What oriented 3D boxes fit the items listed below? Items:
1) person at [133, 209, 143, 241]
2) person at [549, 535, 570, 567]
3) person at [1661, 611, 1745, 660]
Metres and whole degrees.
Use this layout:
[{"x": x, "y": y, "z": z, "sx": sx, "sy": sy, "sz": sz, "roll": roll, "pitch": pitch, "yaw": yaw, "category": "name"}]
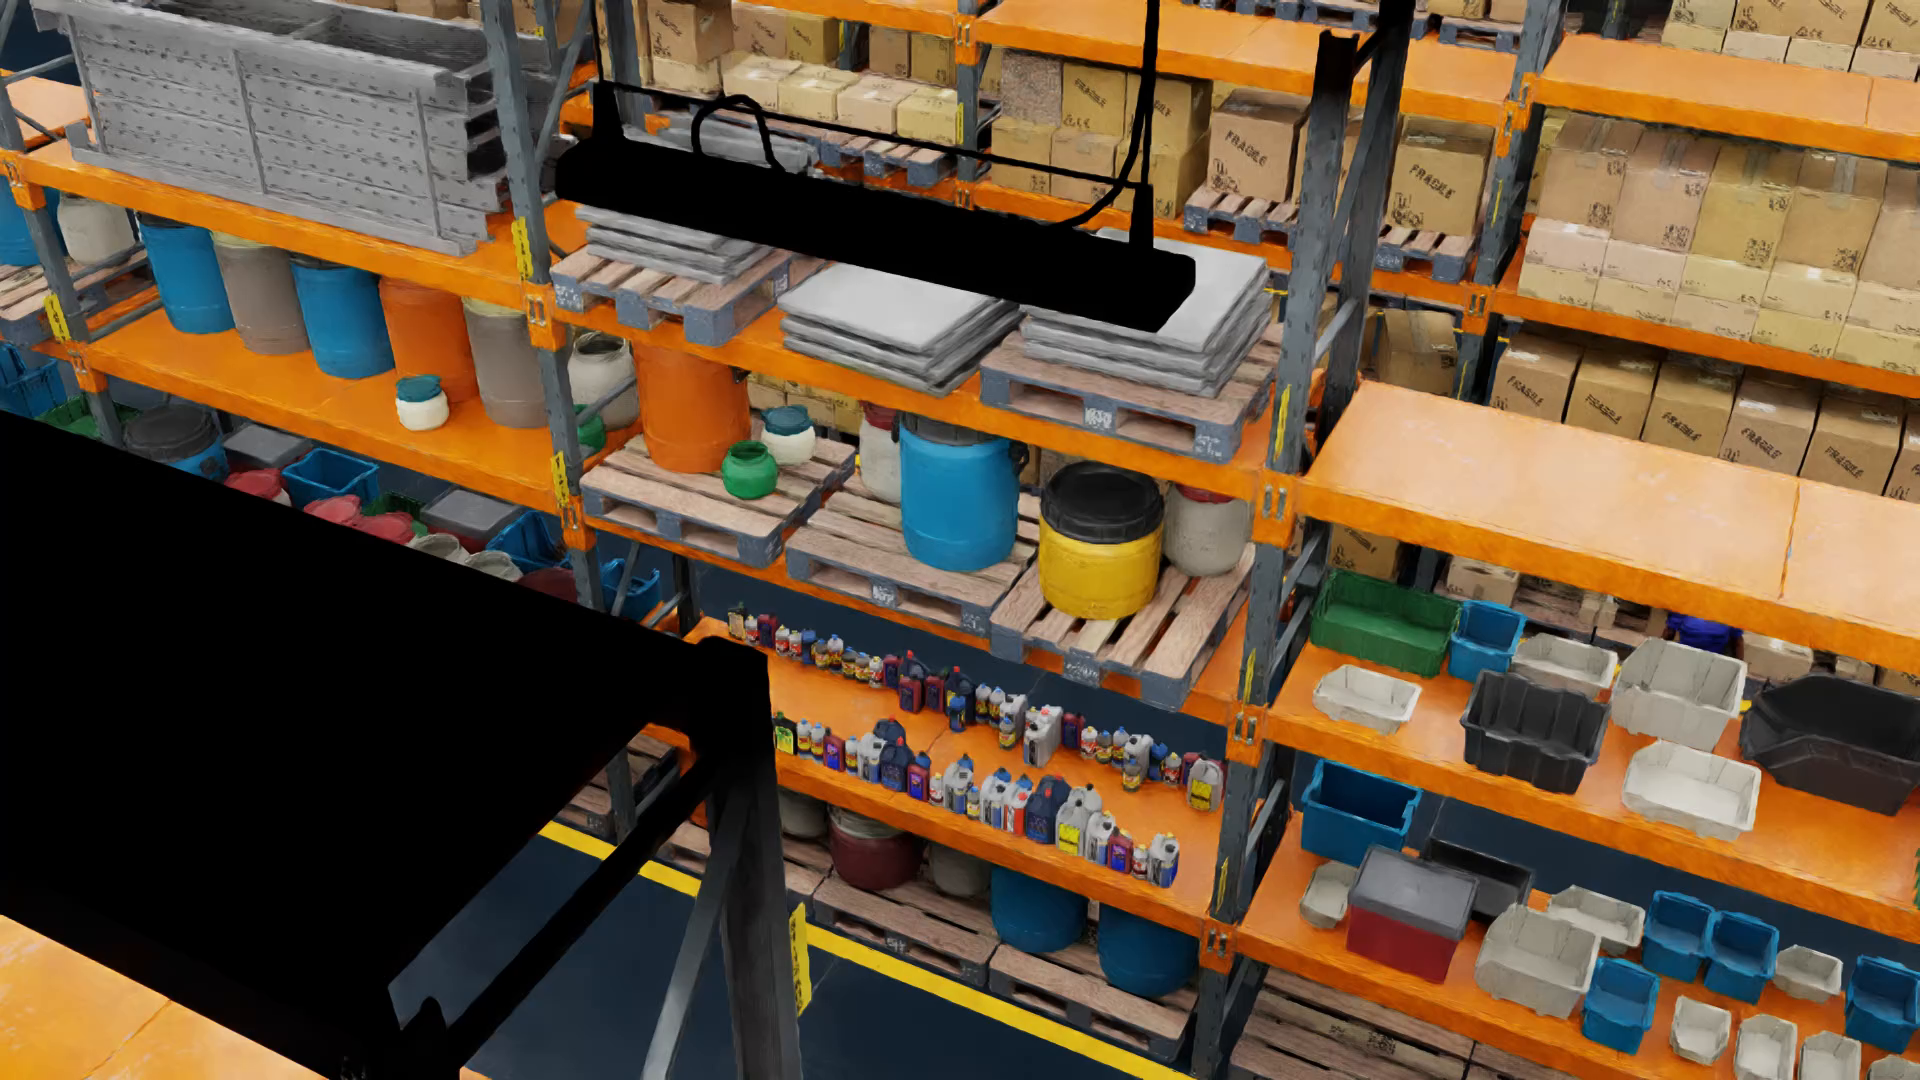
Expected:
[{"x": -8.101, "y": -3.128, "z": 16.845, "sx": 0.632, "sy": 1.685, "sz": 0.367, "roll": 20, "pitch": 40, "yaw": 26, "category": "person"}, {"x": -2.664, "y": 0.620, "z": 11.485, "sx": 0.592, "sy": 1.596, "sz": 0.501, "roll": -10, "pitch": 36, "yaw": -14, "category": "person"}, {"x": 4.942, "y": 0.861, "z": 11.174, "sx": 0.609, "sy": 1.667, "sz": 0.369, "roll": 14, "pitch": 37, "yaw": 18, "category": "person"}]
